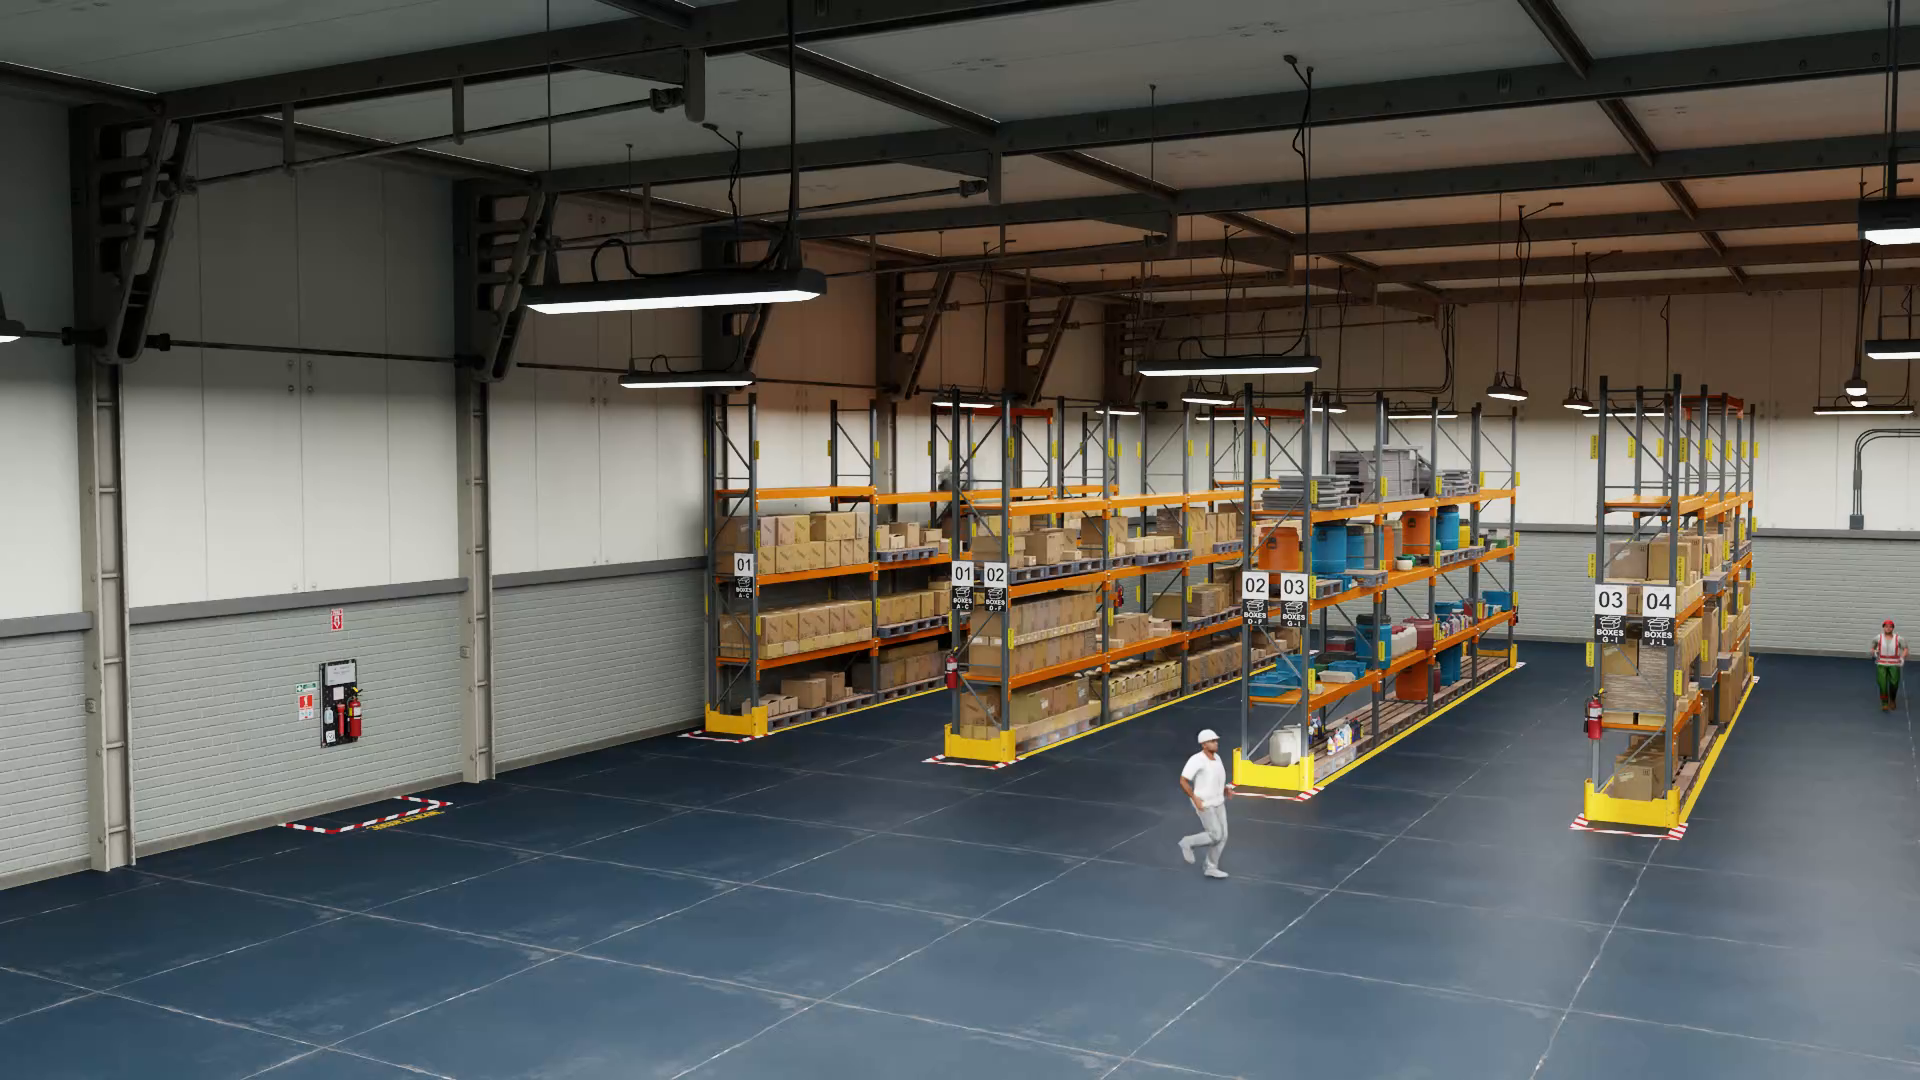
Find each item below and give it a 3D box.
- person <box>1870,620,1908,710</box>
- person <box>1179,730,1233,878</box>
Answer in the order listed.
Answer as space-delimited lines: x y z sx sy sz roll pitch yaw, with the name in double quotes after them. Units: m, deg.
17.723 2.401 31.751 0.644 1.741 0.578 2 4 32 "person"
2.895 3.085 19.552 0.618 1.724 0.718 3 4 42 "person"
